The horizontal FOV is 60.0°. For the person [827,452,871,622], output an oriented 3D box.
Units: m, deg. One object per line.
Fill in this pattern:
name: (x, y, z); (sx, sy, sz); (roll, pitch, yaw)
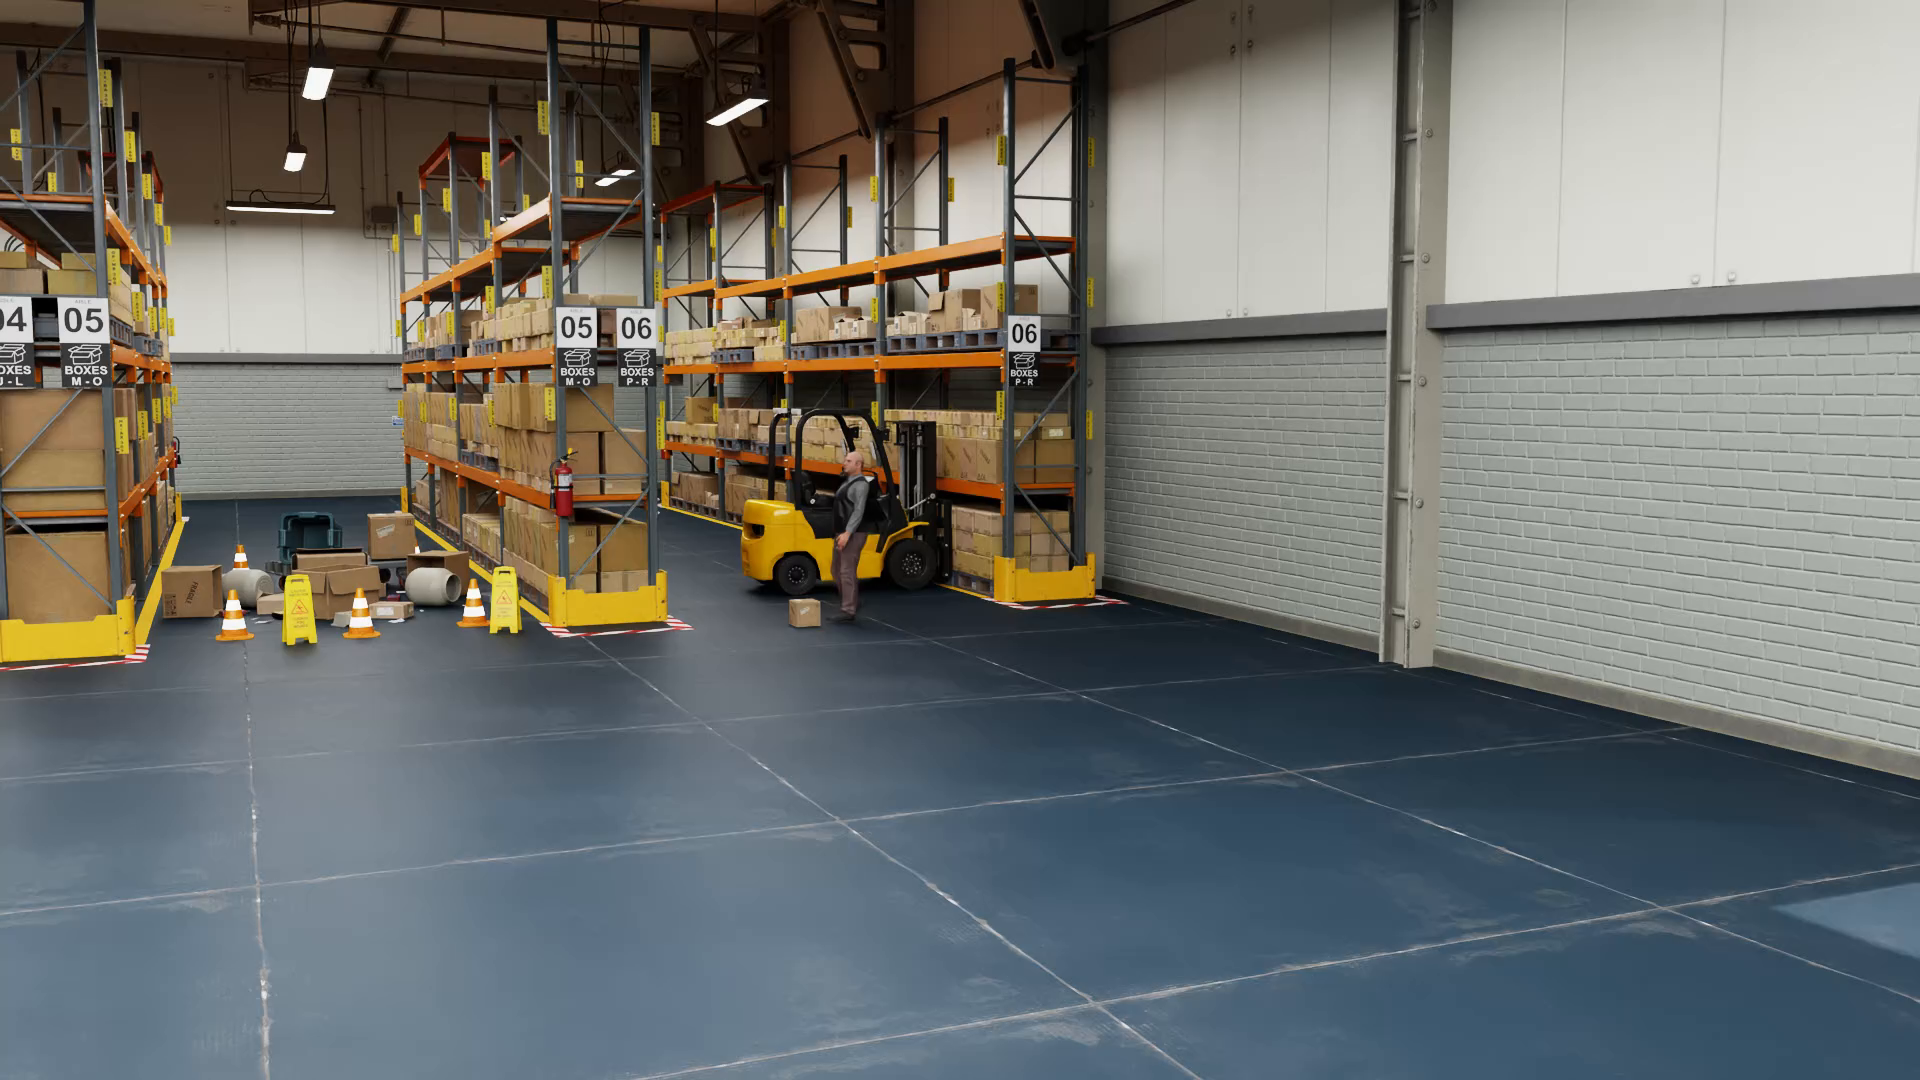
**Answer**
person: (-1.165, -0.006, 17.005); (0.461, 1.790, 0.578); (-2, 6, -19)
